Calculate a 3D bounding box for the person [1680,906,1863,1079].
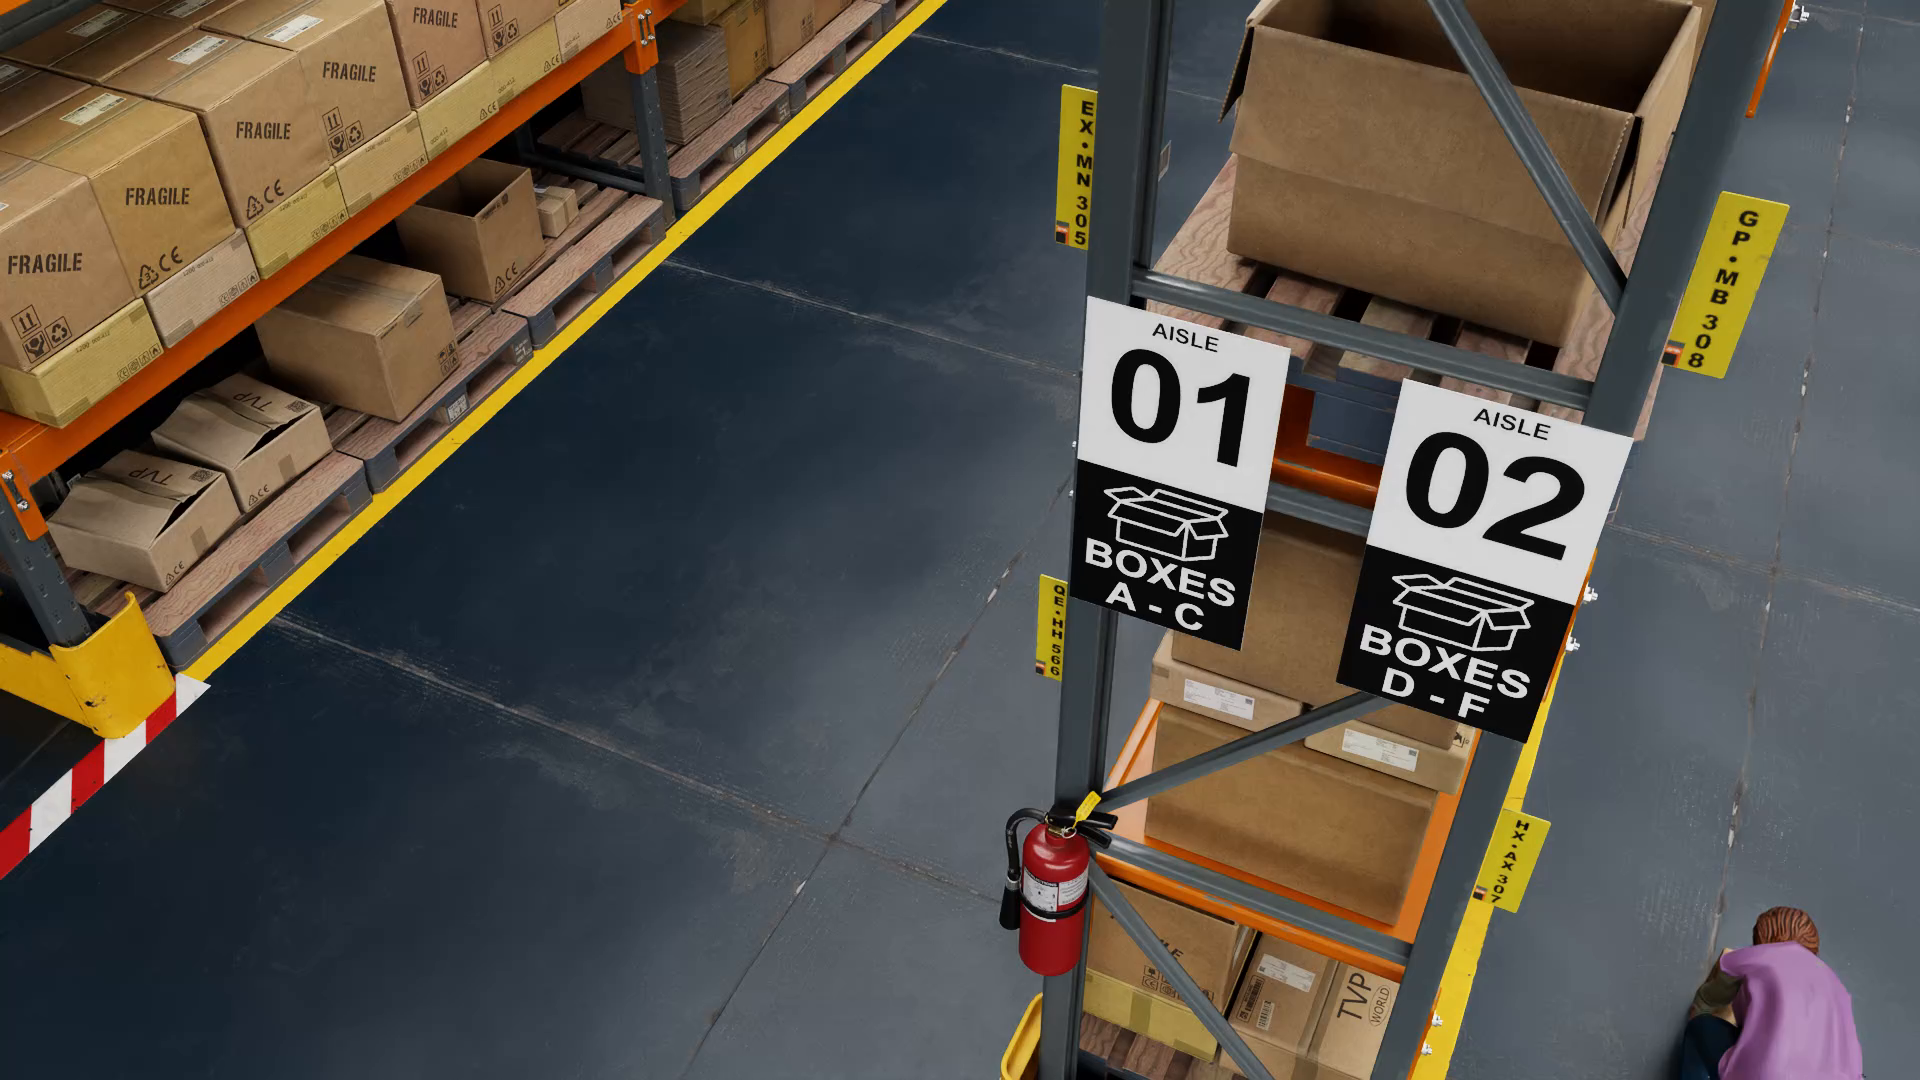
[{"bbox_3d":[2.425,1.541,5.034,0.427,0.860,0.853,15,45,16],"label":"person"}]
